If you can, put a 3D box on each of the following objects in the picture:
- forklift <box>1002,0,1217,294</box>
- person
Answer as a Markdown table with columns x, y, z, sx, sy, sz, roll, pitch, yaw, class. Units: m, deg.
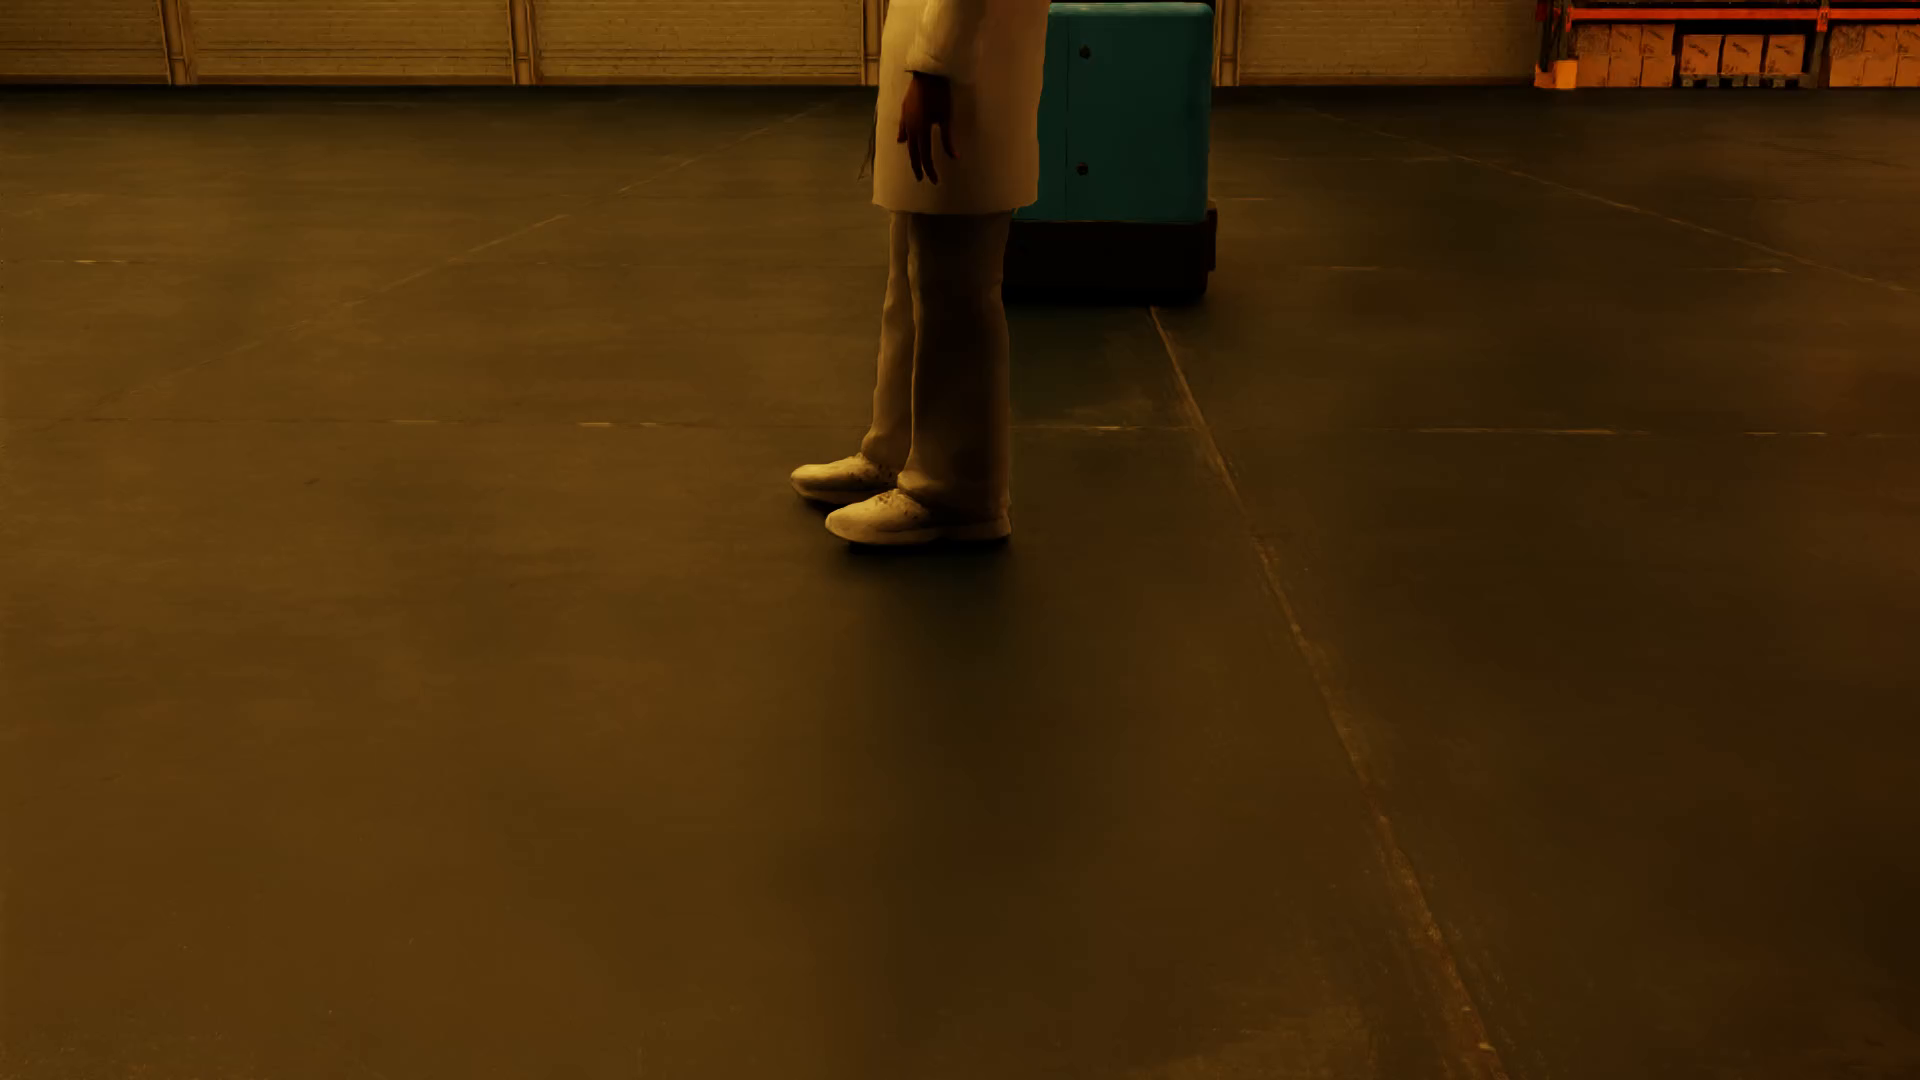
| x | y | z | sx | sy | sz | roll | pitch | yaw | class |
| --- | --- | --- | --- | --- | --- | --- | --- | --- | --- |
| 0.562 | -2.715 | 7.171 | 1.130 | 2.935 | 3.031 | 2 | 17 | 6 | forklift |
| -0.091 | -0.858 | 3.113 | 0.579 | 1.776 | 0.694 | 1 | 17 | 2 | person |
